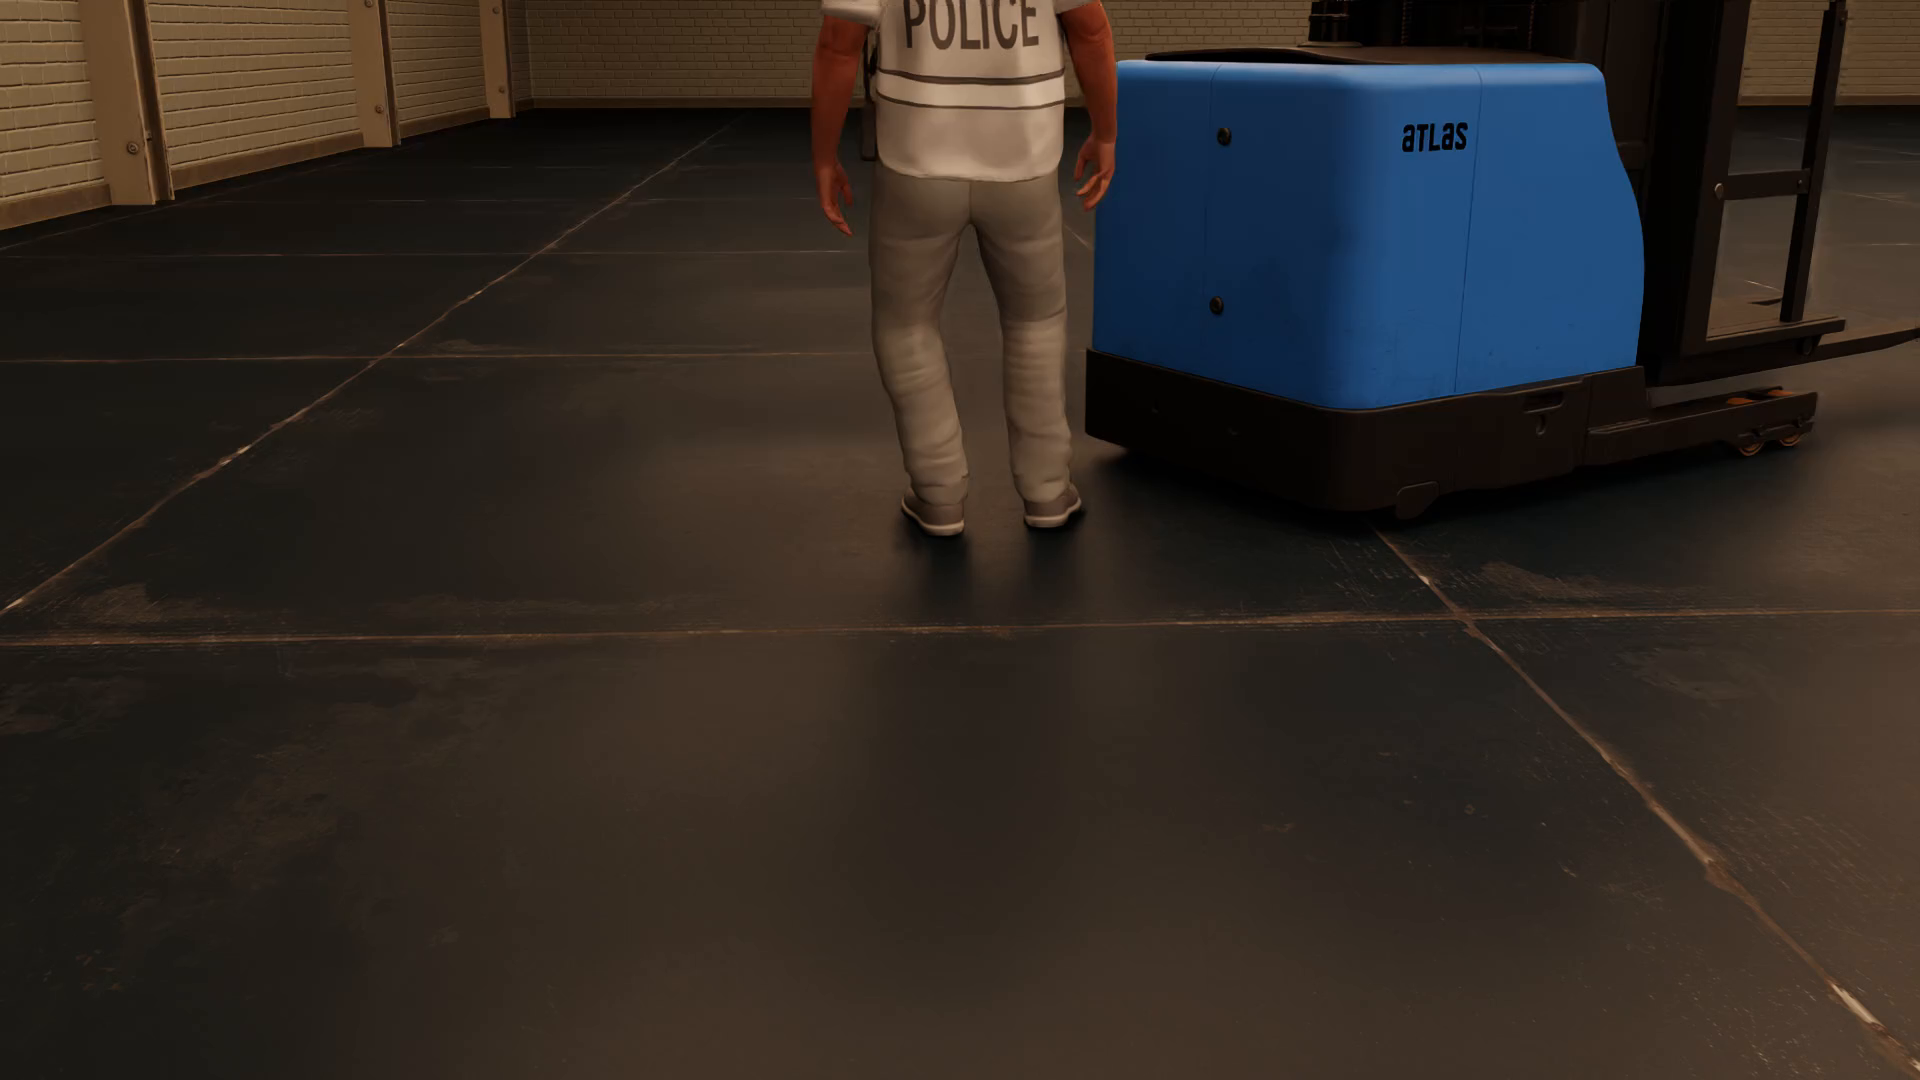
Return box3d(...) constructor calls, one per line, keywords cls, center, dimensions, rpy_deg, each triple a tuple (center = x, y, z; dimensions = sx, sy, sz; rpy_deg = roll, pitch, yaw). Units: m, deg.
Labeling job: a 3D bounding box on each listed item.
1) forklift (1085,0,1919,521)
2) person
box3d(cls="forklift", center=(1.864, -1.756, 4.649), dimensions=(3.031, 2.935, 1.130), rpy_deg=(-11, 20, -31))
box3d(cls="person", center=(0.008, -0.871, 3.768), dimensions=(0.691, 1.757, 0.484), rpy_deg=(-2, 17, -6))
